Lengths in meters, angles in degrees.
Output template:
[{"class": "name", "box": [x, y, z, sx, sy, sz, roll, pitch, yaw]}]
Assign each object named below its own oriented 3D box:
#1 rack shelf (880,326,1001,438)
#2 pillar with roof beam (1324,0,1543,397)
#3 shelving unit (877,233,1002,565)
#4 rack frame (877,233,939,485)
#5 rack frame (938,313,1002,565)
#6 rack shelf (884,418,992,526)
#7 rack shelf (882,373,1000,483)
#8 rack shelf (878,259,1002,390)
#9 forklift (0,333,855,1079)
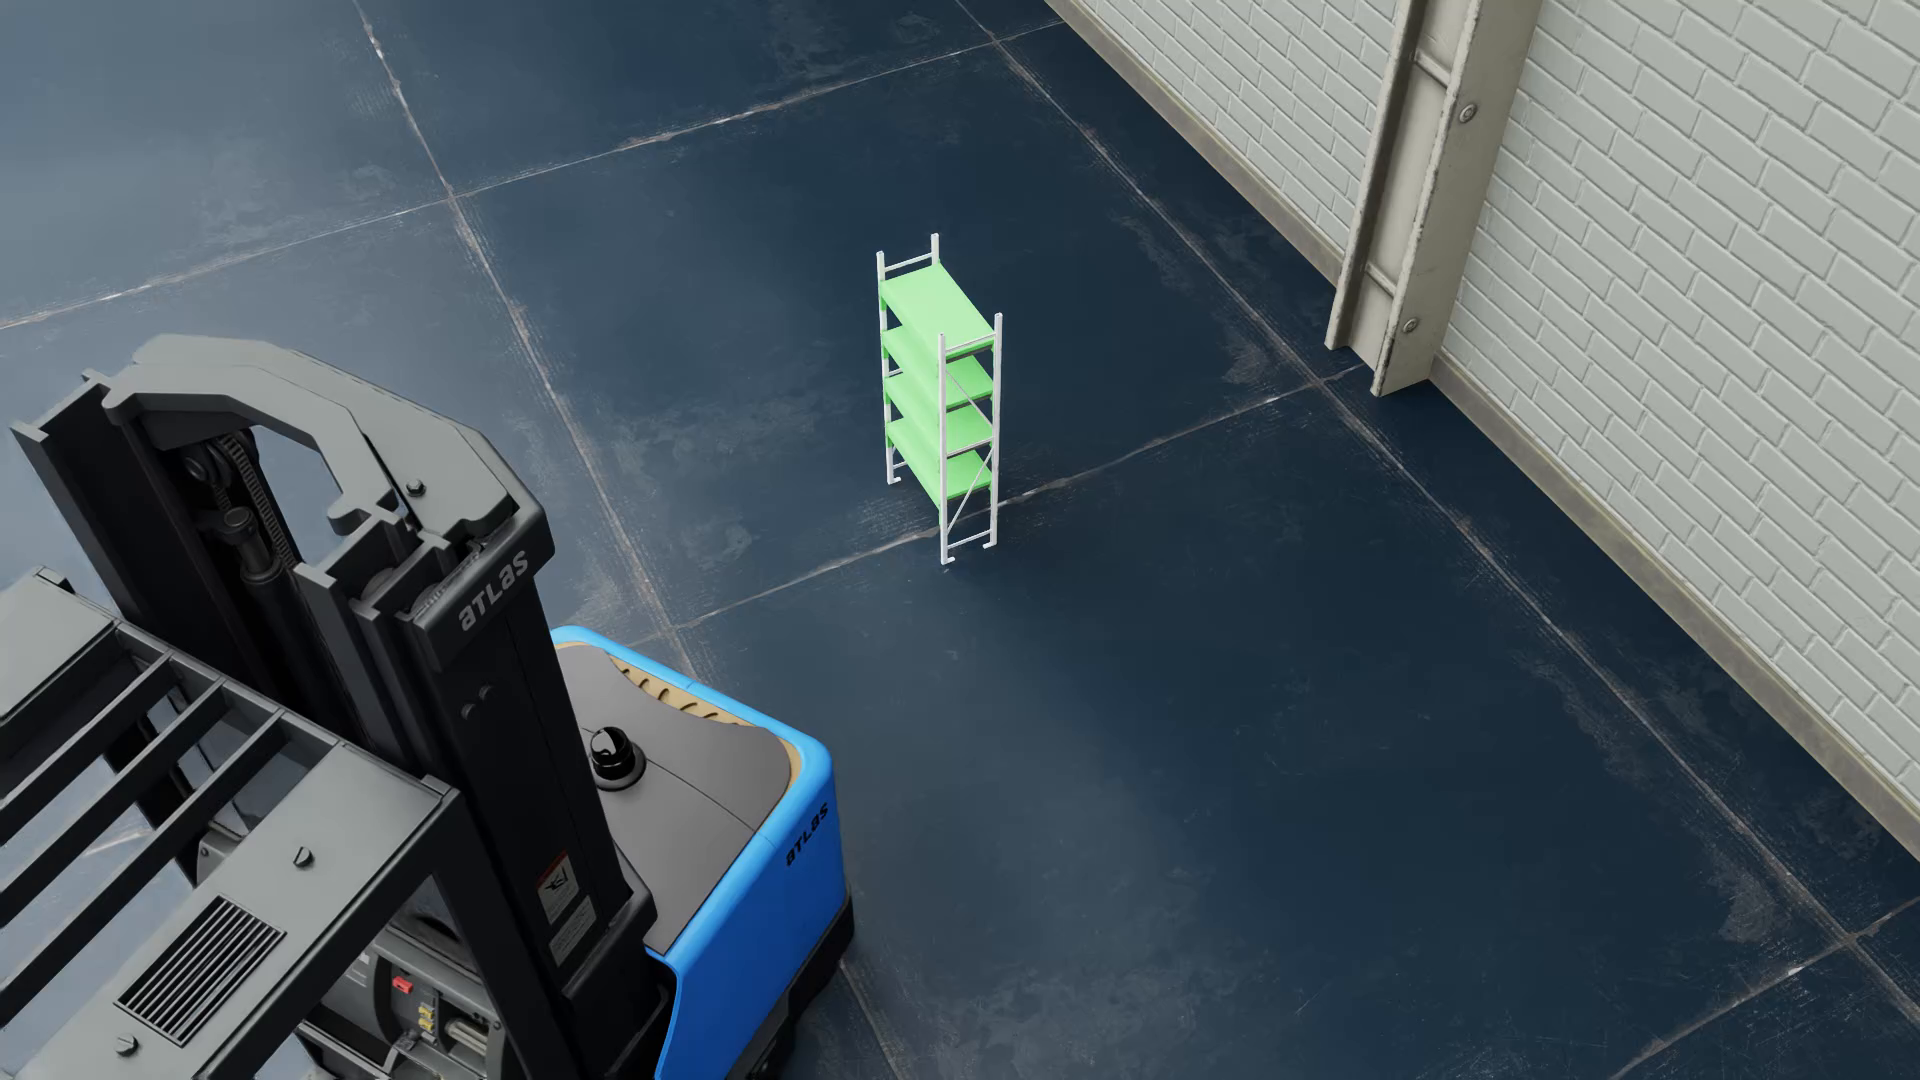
[{"class": "rack shelf", "box": [-0.076, -0.622, 6.155, 0.258, 0.148, 0.480, -21, 52, -18]}, {"class": "pillar with roof beam", "box": [-1.980, -2.279, 2.658, 9.100, 9.000, 0.400, -21, 52, -18]}, {"class": "shelving unit", "box": [-0.076, -0.506, 6.288, 0.258, 1.200, 0.503, -21, 52, -18]}, {"class": "rack frame", "box": [-0.187, -0.669, 6.431, 0.240, 1.200, 0.015, -21, 52, -18]}, {"class": "rack frame", "box": [0.036, -0.342, 6.145, 0.240, 1.200, 0.015, -21, 52, -18]}, {"class": "rack shelf", "box": [-0.076, -0.306, 6.517, 0.258, 0.148, 0.480, -21, 52, -18]}, {"class": "rack shelf", "box": [-0.076, -0.464, 6.336, 0.258, 0.148, 0.480, -21, 52, -18]}, {"class": "rack shelf", "box": [-0.076, -0.780, 5.975, 0.258, 0.148, 0.480, -21, 52, -18]}, {"class": "forklift", "box": [-1.507, 1.122, 3.714, 1.130, 2.935, 3.031, 23, 53, 19]}]
